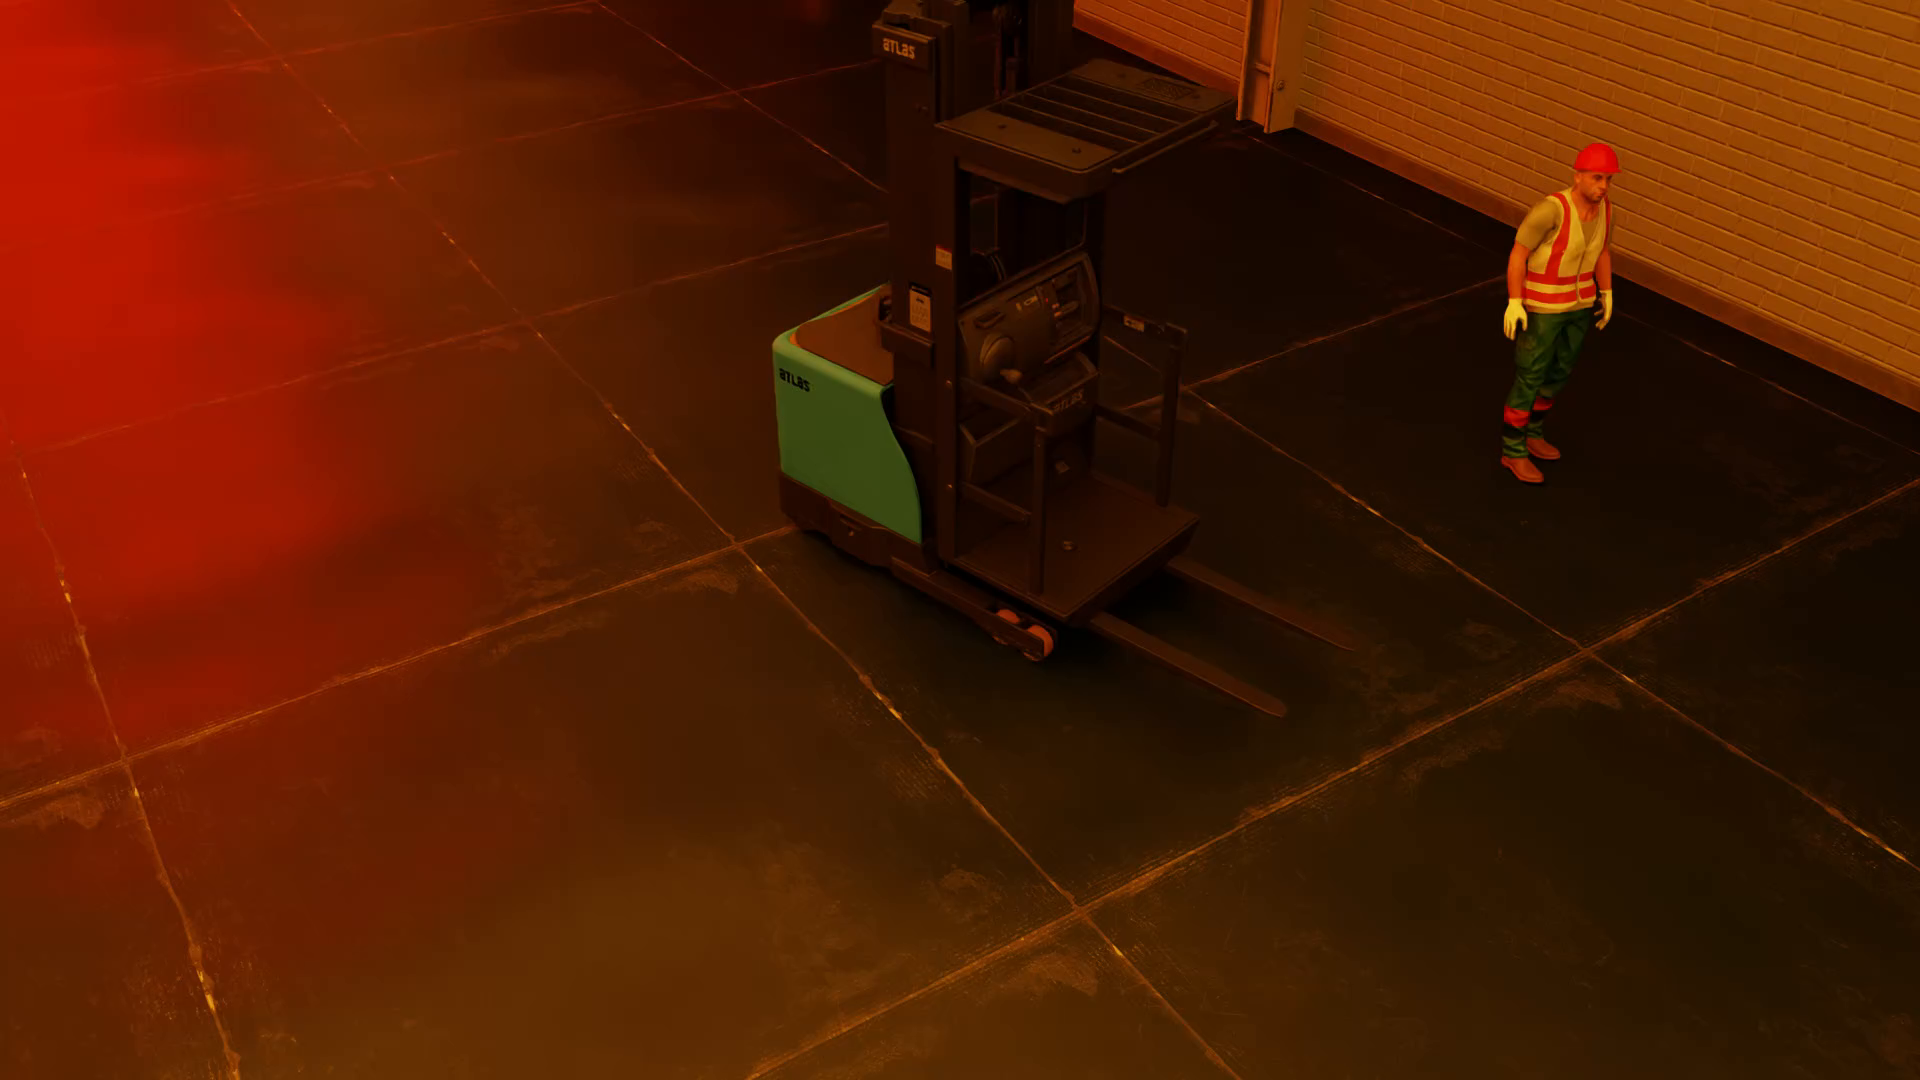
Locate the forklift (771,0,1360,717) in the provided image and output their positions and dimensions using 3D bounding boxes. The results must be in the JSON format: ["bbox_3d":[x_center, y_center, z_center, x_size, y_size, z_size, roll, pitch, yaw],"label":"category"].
[{"bbox_3d":[0.482,-0.969,7.527,3.031,2.935,1.130,27,43,33],"label":"forklift"}]

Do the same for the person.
[{"bbox_3d":[3.233,-1.207,8.858,0.695,1.793,0.546,-15,38,-20],"label":"person"}]
